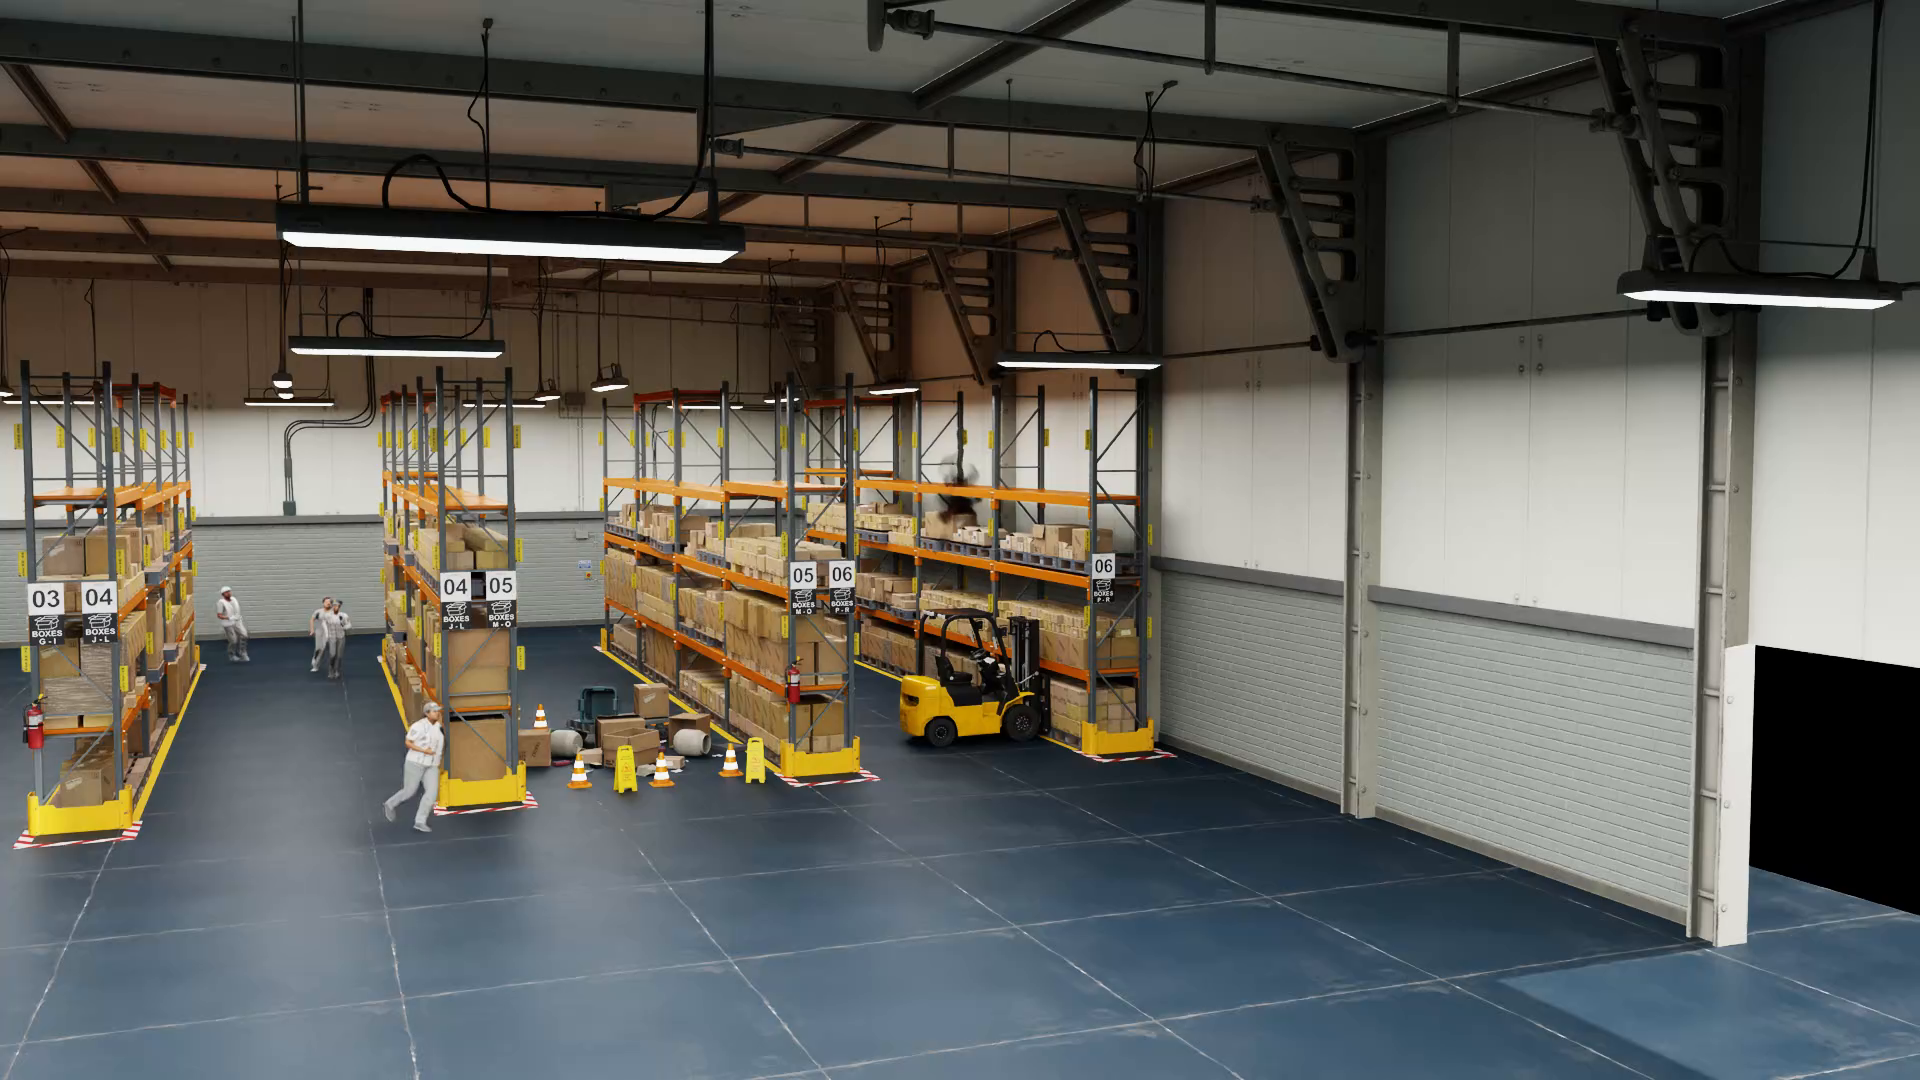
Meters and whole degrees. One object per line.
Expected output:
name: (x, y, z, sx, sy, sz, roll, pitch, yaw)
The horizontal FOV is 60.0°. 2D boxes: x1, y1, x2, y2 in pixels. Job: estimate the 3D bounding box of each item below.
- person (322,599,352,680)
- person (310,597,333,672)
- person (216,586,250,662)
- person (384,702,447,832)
person: (-13.016, 2.078, 34.751, 0.585, 1.701, 0.647, -1, 4, -19)
person: (-13.745, 2.044, 35.991, 0.597, 1.580, 0.533, -1, 4, -20)
person: (-16.236, 1.881, 37.095, 0.663, 1.717, 0.704, 2, 4, 33)
person: (-6.978, 2.913, 21.572, 0.849, 1.623, 0.658, 2, 4, 33)
